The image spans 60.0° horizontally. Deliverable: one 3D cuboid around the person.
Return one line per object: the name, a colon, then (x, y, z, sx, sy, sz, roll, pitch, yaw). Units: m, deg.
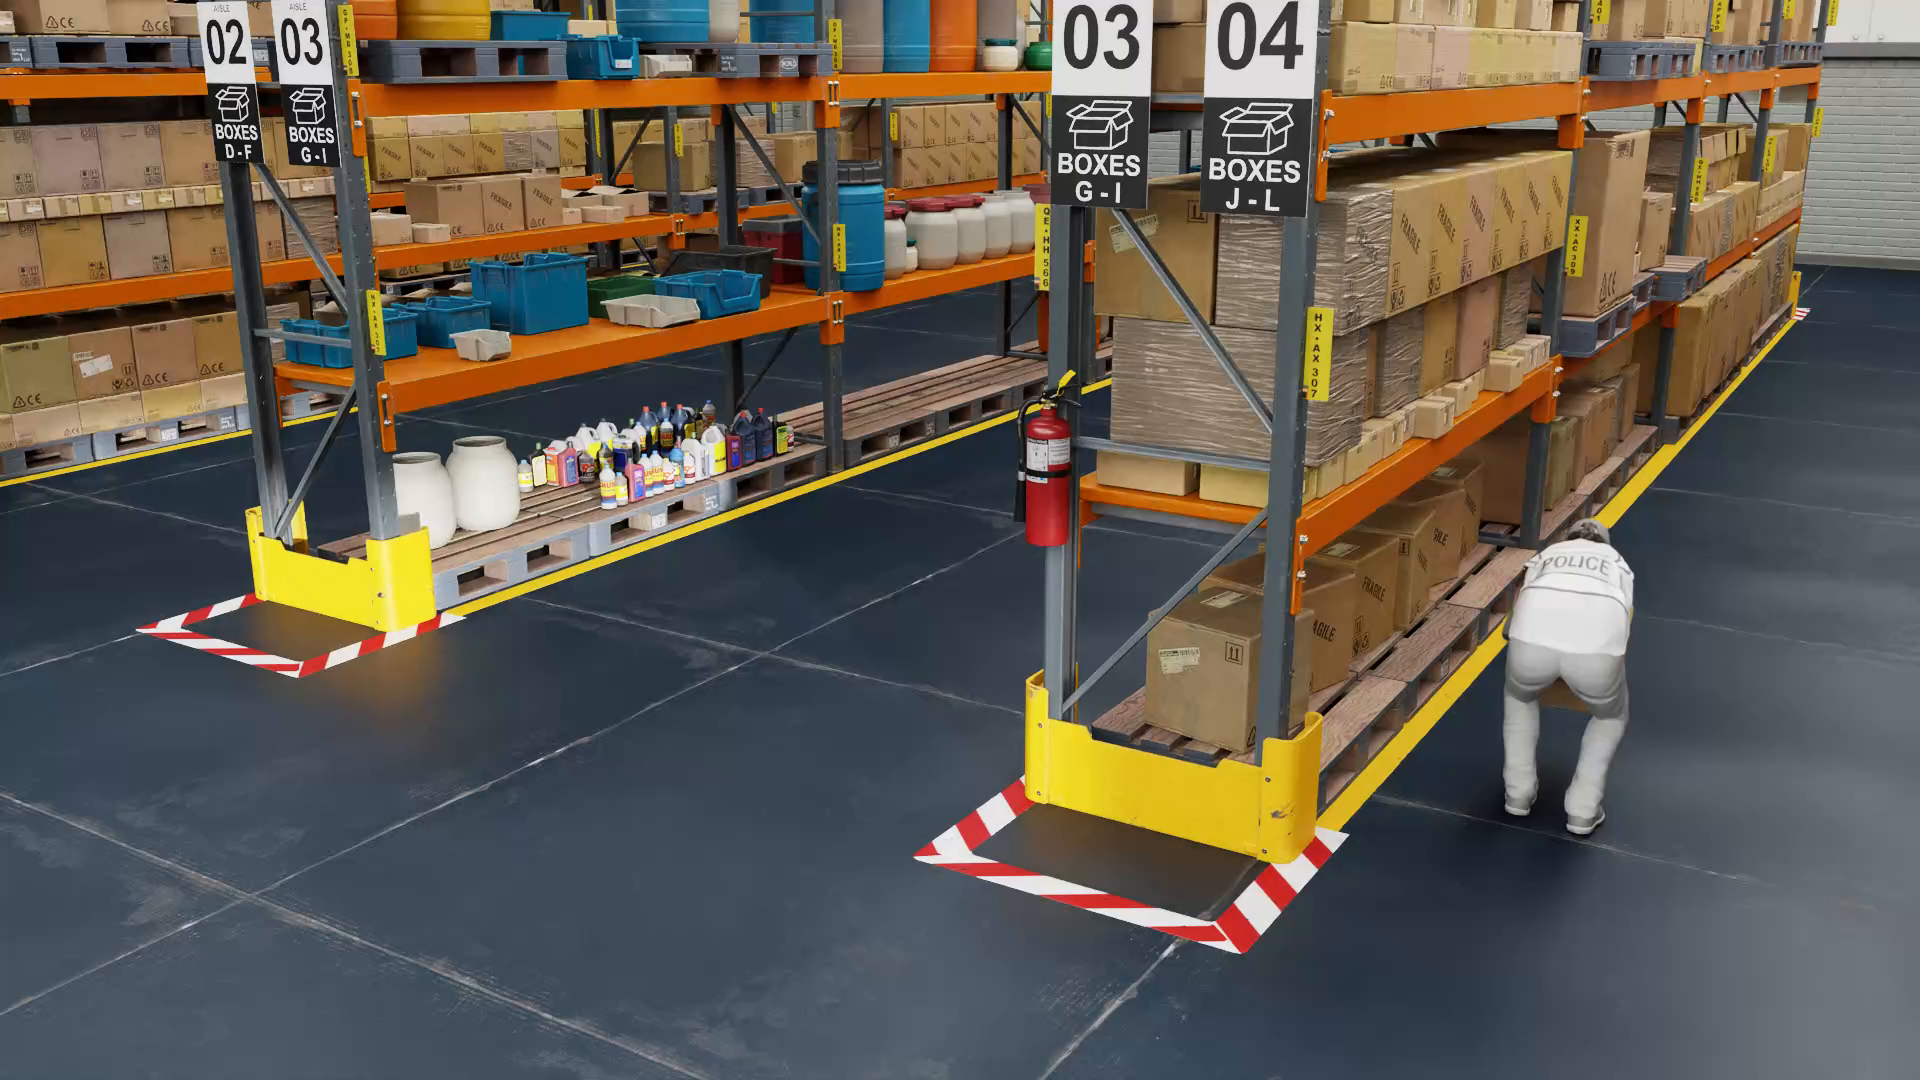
person: (2.450, 0.539, 6.682, 0.487, 1.111, 0.929, 8, 18, 25)
